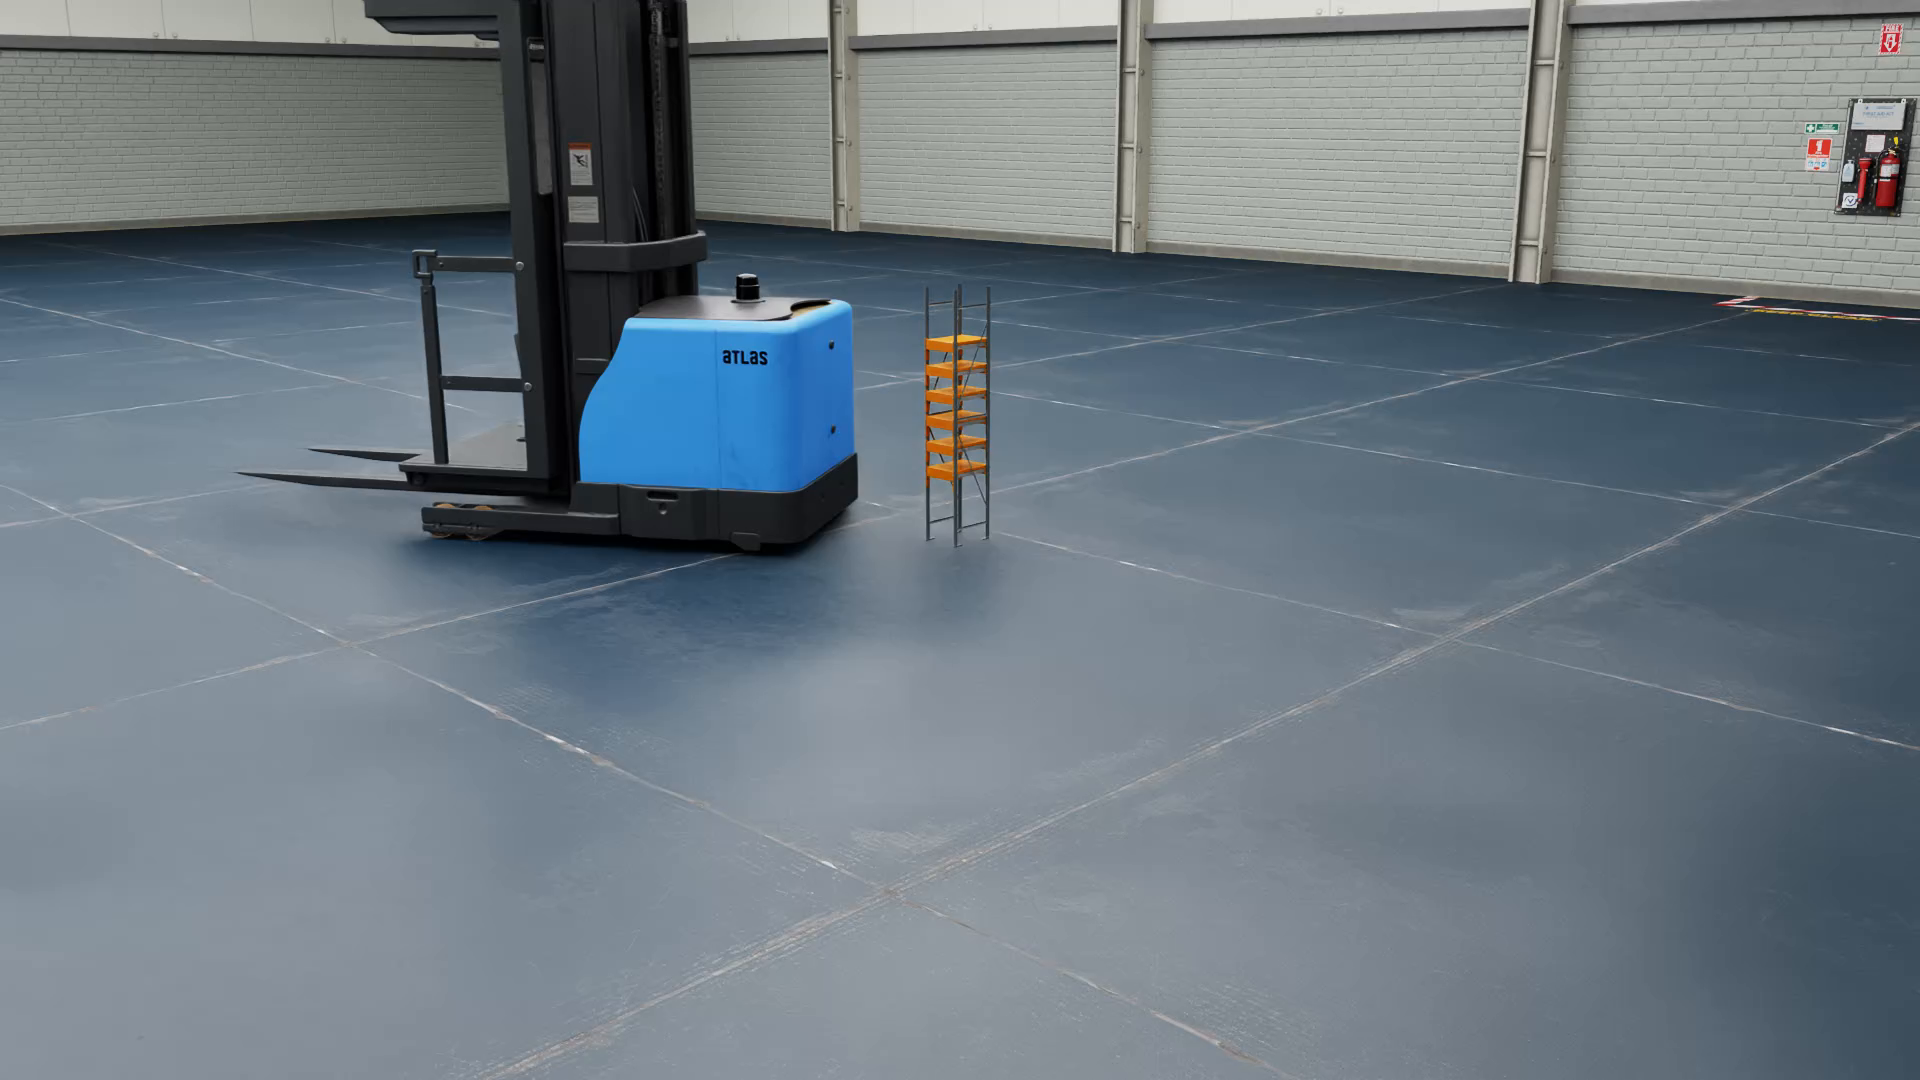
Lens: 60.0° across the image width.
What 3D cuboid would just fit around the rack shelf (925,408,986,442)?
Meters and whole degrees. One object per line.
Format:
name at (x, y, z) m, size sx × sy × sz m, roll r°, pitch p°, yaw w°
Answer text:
rack shelf at (-0.010, -0.540, 7.802) m, size 0.180 × 0.103 × 0.258 m, roll 14°, pitch 20°, yaw 42°

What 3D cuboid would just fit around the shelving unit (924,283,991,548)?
shelving unit at (-0.010, -0.583, 7.791) m, size 0.189 × 1.200 × 0.258 m, roll 14°, pitch 20°, yaw 42°

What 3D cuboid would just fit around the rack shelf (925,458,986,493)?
rack shelf at (-0.010, -0.308, 7.862) m, size 0.180 × 0.103 × 0.258 m, roll 14°, pitch 20°, yaw 42°

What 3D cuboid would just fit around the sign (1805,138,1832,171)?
sign at (8.978, -4.033, 17.390) m, size 0.234 × 0.329 × 0.001 m, roll 14°, pitch 20°, yaw 42°

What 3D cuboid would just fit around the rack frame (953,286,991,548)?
rack frame at (0.055, -0.567, 7.729) m, size 0.006 × 1.200 × 0.240 m, roll 14°, pitch 20°, yaw 42°

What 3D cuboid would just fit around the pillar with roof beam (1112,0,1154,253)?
pillar with roof beam at (-0.570, -7.683, 19.570) m, size 0.400 × 9.000 × 9.100 m, roll 14°, pitch 20°, yaw 42°

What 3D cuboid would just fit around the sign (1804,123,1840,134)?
sign at (8.975, -4.287, 17.314) m, size 0.331 × 0.109 × 0.001 m, roll 14°, pitch 20°, yaw 42°

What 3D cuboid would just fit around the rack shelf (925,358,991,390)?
rack shelf at (-0.010, -0.772, 7.741) m, size 0.180 × 0.103 × 0.258 m, roll 14°, pitch 20°, yaw 42°

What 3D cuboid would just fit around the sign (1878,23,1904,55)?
sign at (9.367, -5.041, 16.734) m, size 0.199 × 0.298 × 0.001 m, roll 14°, pitch 20°, yaw 42°

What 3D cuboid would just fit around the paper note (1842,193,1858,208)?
paper note at (9.225, -3.517, 17.230) m, size 0.142 × 0.148 × 0.016 m, roll 14°, pitch 20°, yaw 42°

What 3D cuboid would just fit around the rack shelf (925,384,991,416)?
rack shelf at (-0.010, -0.656, 7.771) m, size 0.180 × 0.103 × 0.258 m, roll 14°, pitch 20°, yaw 42°

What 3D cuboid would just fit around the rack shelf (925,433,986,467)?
rack shelf at (-0.010, -0.424, 7.832) m, size 0.180 × 0.103 × 0.258 m, roll 14°, pitch 20°, yaw 42°

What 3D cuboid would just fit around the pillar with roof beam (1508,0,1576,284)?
pillar with roof beam at (3.749, -6.633, 15.540) m, size 0.400 × 9.000 × 9.100 m, roll 14°, pitch 20°, yaw 42°

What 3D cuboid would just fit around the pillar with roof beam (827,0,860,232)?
pillar with roof beam at (-4.889, -8.733, 23.600) m, size 0.400 × 9.000 × 9.100 m, roll 14°, pitch 20°, yaw 42°

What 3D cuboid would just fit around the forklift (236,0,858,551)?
forklift at (-2.092, -1.540, 8.029) m, size 3.031 × 2.935 × 1.130 m, roll 3°, pitch 15°, yaw 13°

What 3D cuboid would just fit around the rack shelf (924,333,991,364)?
rack shelf at (-0.010, -0.889, 7.711) m, size 0.180 × 0.103 × 0.258 m, roll 14°, pitch 20°, yaw 42°

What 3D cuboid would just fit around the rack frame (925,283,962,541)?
rack frame at (-0.076, -0.599, 7.852) m, size 0.006 × 1.200 × 0.240 m, roll 14°, pitch 20°, yaw 42°

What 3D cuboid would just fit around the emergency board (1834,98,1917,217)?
emergency board at (9.304, -3.900, 16.952) m, size 0.643 × 1.169 × 0.194 m, roll 14°, pitch 20°, yaw 42°
